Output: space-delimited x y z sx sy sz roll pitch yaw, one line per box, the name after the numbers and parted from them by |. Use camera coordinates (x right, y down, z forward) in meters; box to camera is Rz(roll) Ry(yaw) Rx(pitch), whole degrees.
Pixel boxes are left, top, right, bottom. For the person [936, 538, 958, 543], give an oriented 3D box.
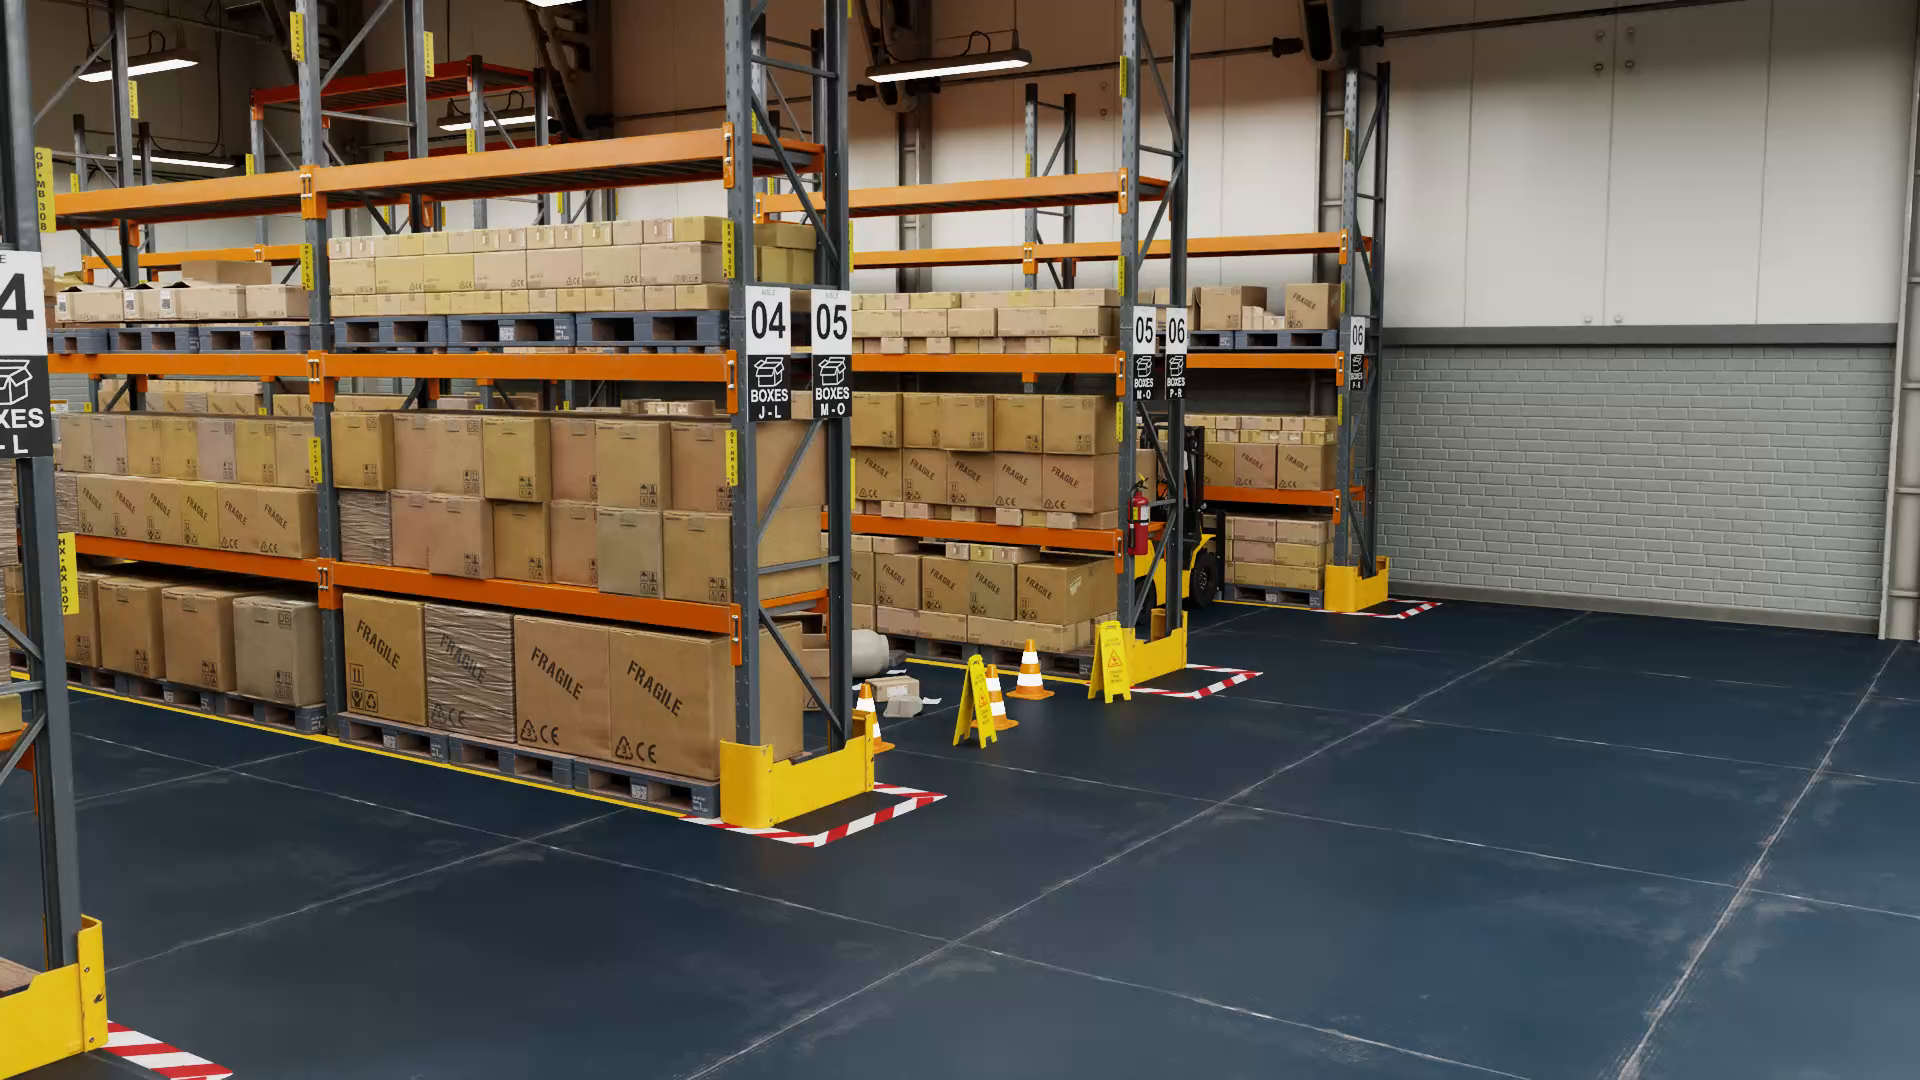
-0.109 -0.169 19.209 0.506 1.660 0.415 4 8 34 | person
